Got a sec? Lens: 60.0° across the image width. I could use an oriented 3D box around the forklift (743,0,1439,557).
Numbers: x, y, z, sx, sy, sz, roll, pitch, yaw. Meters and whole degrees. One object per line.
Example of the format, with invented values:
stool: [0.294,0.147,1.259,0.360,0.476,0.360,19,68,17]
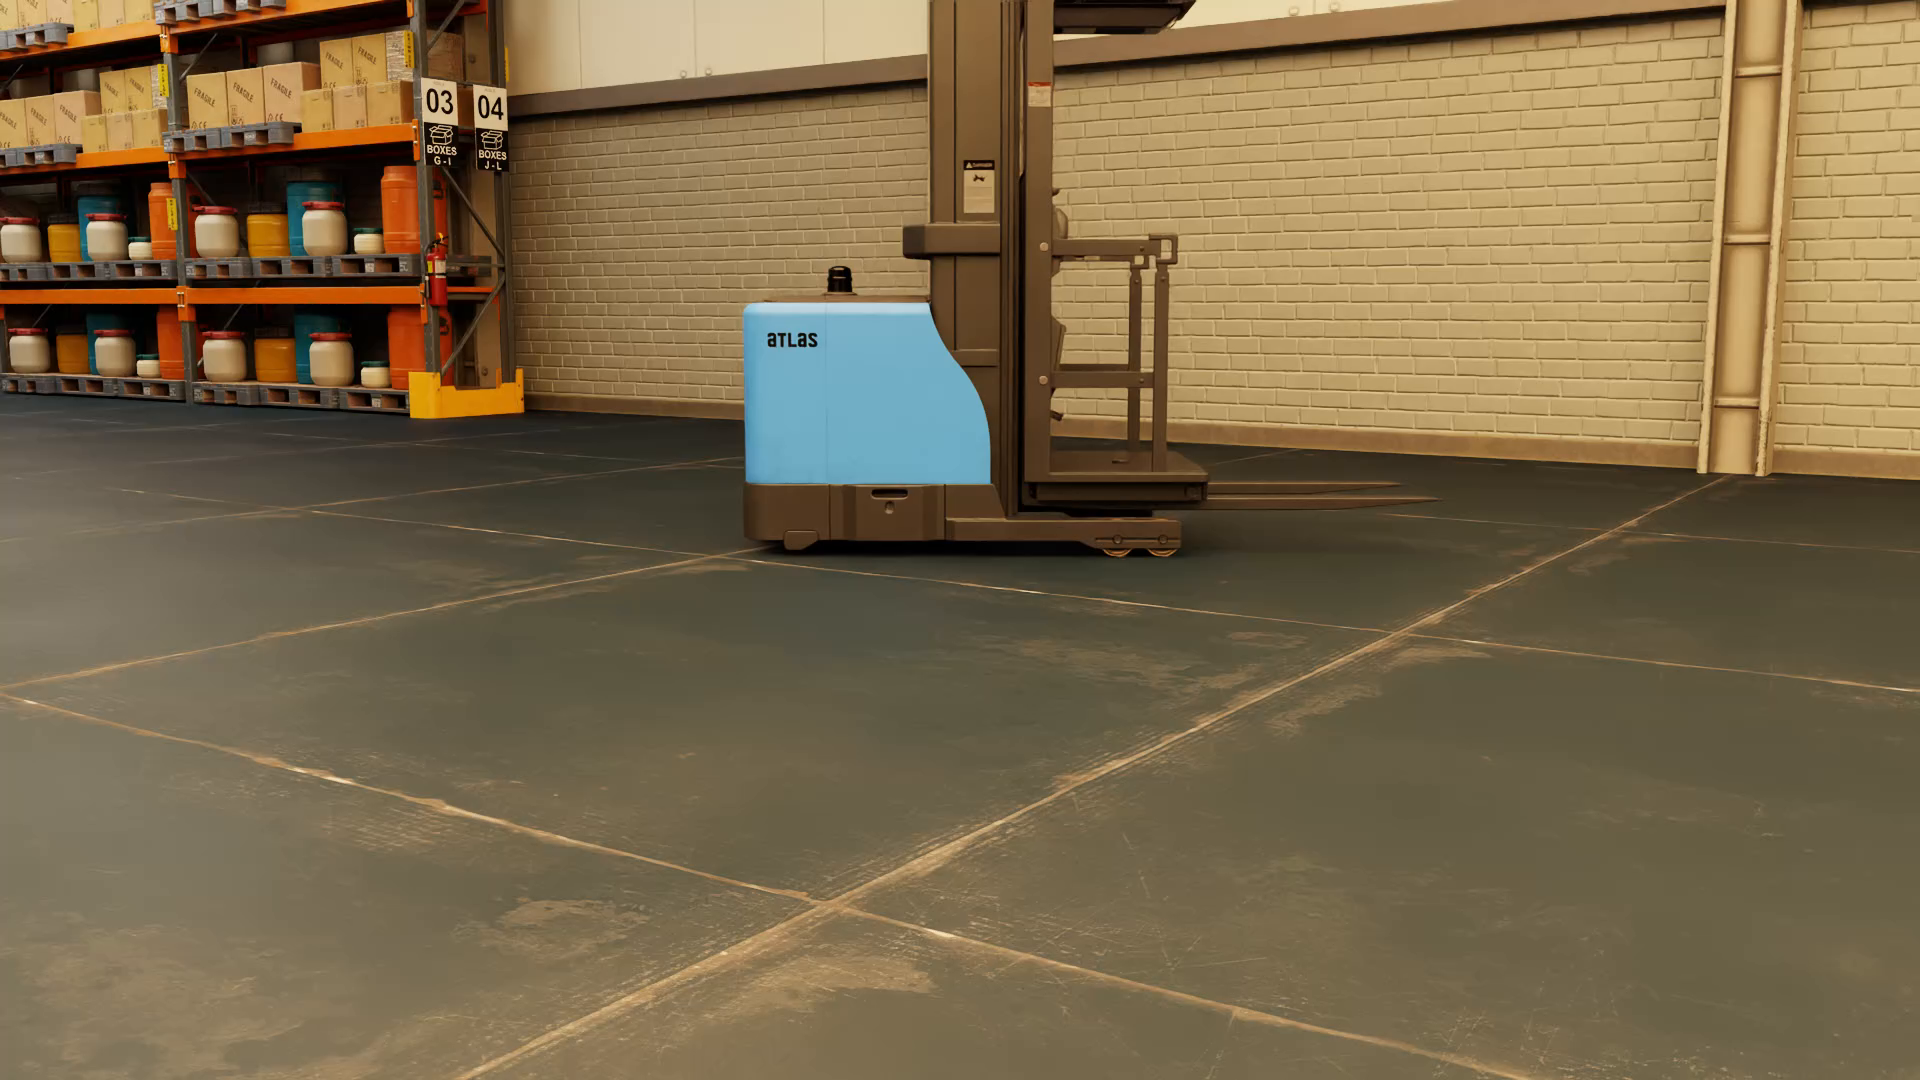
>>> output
forklift: [0.579,-1.453,7.412,3.031,2.935,1.130,0,8,0]
